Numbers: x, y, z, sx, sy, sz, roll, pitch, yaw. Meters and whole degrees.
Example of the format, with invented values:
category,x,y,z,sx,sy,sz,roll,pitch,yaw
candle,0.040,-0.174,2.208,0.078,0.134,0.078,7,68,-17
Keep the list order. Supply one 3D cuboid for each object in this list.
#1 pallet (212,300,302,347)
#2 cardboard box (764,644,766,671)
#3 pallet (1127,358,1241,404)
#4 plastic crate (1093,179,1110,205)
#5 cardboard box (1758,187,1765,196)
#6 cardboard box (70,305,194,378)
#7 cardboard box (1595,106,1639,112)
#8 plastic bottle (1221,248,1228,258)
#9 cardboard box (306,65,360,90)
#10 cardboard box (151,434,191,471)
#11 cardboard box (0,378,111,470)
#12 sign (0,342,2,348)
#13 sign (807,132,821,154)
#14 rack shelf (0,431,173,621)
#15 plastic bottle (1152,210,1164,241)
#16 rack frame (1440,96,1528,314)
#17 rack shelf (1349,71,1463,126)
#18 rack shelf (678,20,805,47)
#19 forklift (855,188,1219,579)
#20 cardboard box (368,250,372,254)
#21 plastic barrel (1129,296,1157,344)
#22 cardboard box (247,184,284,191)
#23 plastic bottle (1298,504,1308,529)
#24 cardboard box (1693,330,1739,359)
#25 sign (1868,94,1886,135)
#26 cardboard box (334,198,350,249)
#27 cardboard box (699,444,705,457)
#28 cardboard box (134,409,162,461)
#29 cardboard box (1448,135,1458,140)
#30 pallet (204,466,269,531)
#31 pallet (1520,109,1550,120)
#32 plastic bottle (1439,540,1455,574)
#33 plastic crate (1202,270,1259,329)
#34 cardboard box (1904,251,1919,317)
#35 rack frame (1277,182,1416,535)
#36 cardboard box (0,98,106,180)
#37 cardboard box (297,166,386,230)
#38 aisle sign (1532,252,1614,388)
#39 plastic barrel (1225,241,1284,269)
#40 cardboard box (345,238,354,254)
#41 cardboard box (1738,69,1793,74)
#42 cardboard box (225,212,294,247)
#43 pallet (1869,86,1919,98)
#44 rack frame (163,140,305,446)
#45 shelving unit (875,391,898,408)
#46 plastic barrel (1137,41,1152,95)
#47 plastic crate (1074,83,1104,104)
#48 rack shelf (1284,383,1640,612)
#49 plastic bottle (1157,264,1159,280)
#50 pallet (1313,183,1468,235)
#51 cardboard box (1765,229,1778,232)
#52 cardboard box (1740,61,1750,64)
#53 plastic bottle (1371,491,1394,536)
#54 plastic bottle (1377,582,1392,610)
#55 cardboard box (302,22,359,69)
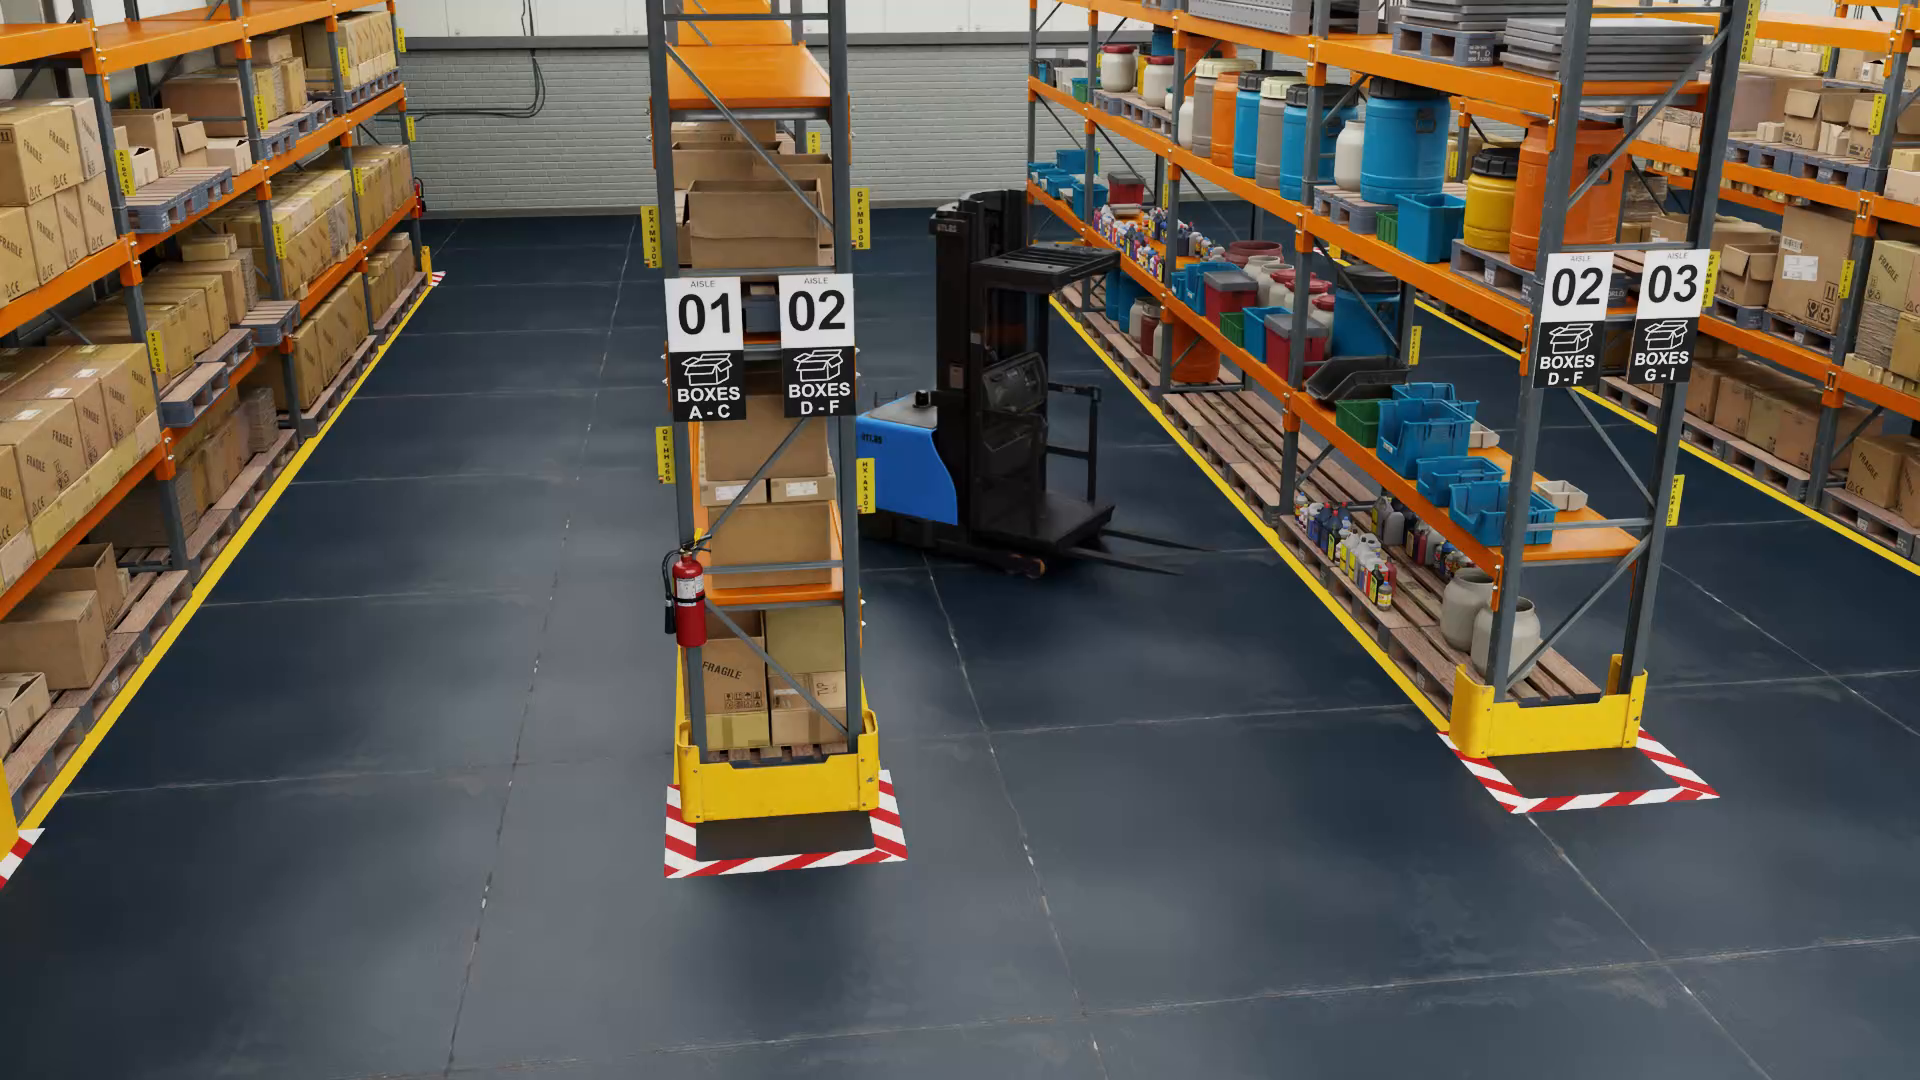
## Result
category,x,y,z,sx,sy,sz,roll,pitch,yaw
pallet,-6.929,-2.025,15.625,1.213,0.211,1.003,-3,21,-8
cardboard box,-1.087,0.711,11.355,0.500,0.250,0.500,-3,21,-8
pallet,2.512,-1.820,18.789,1.003,0.211,1.213,-3,21,-8
plastic crate,2.052,-4.751,22.734,0.437,0.282,0.530,-3,21,-8
cardboard box,11.547,-4.947,23.534,0.380,0.149,0.250,-3,21,-9
cardboard box,-6.673,-1.596,13.431,0.700,0.500,0.500,-1,20,-2
cardboard box,7.409,-4.964,18.184,0.797,0.503,0.637,-2,21,-5
plastic bottle,2.922,-3.083,18.351,0.061,0.283,0.133,-3,21,-8
cardboard box,-7.552,-5.572,20.032,0.500,0.250,0.500,-3,21,-8
cardboard box,-6.750,-0.764,13.847,0.500,0.250,0.500,-3,21,-9
cardboard box,-6.047,-0.766,11.094,0.500,0.500,0.500,-4,21,-9
sign,-7.109,-1.484,12.249,0.100,0.325,0.005,-3,21,-8
sign,-1.110,-2.935,12.649,0.100,0.325,0.005,-3,21,-8
rack shelf,-6.272,0.058,10.801,1.077,0.370,4.000,-3,21,-8
plastic bottle,2.430,-3.845,20.293,0.144,0.351,0.185,-3,21,-8
rack frame,6.991,-4.491,21.952,1.000,3.000,0.127,-3,21,-8
rack shelf,6.703,-6.251,23.407,1.077,0.370,4.000,-3,21,-8
rack shelf,-1.947,-4.201,14.202,1.077,0.370,4.000,-3,21,-8
forklift,0.625,-1.271,13.430,3.031,2.935,1.130,12,24,30
cardboard box,-8.159,-3.901,22.420,0.380,0.149,0.250,-3,21,-7
plastic barrel,2.247,-2.638,19.947,0.421,0.512,0.421,0,20,0
cardboard box,-7.746,-3.761,18.332,0.500,0.250,0.500,-4,21,-10
plastic bottle,2.870,-0.199,13.831,0.097,0.201,0.097,0,20,0
cardboard box,7.781,-2.078,17.366,0.500,0.250,0.500,-1,20,-2
sign,7.596,-3.523,13.774,0.100,0.325,0.005,-3,21,-8
cardboard box,-7.314,-3.613,19.007,0.500,0.500,0.500,-3,21,-7
cardboard box,-1.402,-0.490,10.171,0.380,0.149,0.250,-3,21,-9
cardboard box,-6.192,-0.762,12.154,0.500,0.250,0.500,-3,21,-8
cardboard box,6.592,-5.230,22.650,0.500,0.500,0.500,-3,21,-7
pallet,-6.853,-0.358,14.872,1.003,0.211,1.213,-3,21,-8
pallet,7.258,-5.030,19.378,1.003,0.211,1.213,-2,21,-5
plastic bottle,3.774,0.119,12.881,0.097,0.271,0.097,0,20,0
plastic crate,2.597,-2.311,16.025,0.402,0.464,0.583,-3,21,-8
cardboard box,8.031,-2.034,13.377,0.500,0.500,0.500,-3,21,-8
rack frame,3.243,-1.471,13.867,1.000,3.000,0.127,-3,21,-8
cardboard box,-6.220,-2.741,11.381,0.500,0.500,0.500,-5,21,-12
cardboard box,-7.875,-4.323,21.076,0.980,0.700,0.700,-3,21,-9
aisle sign,3.536,-1.264,9.598,0.394,0.787,0.004,-3,21,-8
plastic barrel,3.033,-2.774,17.162,0.600,0.536,0.708,-3,21,-8
cardboard box,-7.325,-3.444,19.480,0.380,0.149,0.250,-3,21,-7
cardboard box,7.969,-4.462,16.732,0.500,0.500,0.500,-3,21,-8
cardboard box,-6.951,-3.083,16.516,0.500,0.250,0.500,-2,21,-6
pallet,12.050,-5.445,20.489,1.213,0.211,1.003,-3,21,-8
rack frame,-7.137,-2.356,16.238,1.000,3.000,0.127,-3,21,-8
shelving unit,-0.651,-0.790,14.831,0.215,1.050,0.252,-1,21,-3
plastic barrel,2.422,-5.625,19.834,0.600,0.588,0.600,0,20,0
plastic crate,1.730,-5.678,21.148,0.450,0.188,0.662,-3,21,-8
rack shelf,3.531,-0.441,12.139,1.077,0.370,4.000,-3,21,-8
plastic bottle,2.188,-2.922,18.037,0.097,0.201,0.097,0,20,0
pallet,3.444,-2.543,12.720,1.213,0.211,1.003,-3,21,-8
cardboard box,11.869,-4.518,24.649,0.380,0.149,0.250,-3,21,-7
cardboard box,11.355,-6.963,23.786,0.500,0.250,0.500,-4,21,-10
plastic bottle,3.479,-0.220,13.676,0.144,0.351,0.185,-3,21,-8
plastic bottle,3.121,0.405,12.215,0.097,0.201,0.097,0,20,0
cardboard box,-7.539,-5.932,19.924,0.500,0.500,0.500,-3,21,-8
